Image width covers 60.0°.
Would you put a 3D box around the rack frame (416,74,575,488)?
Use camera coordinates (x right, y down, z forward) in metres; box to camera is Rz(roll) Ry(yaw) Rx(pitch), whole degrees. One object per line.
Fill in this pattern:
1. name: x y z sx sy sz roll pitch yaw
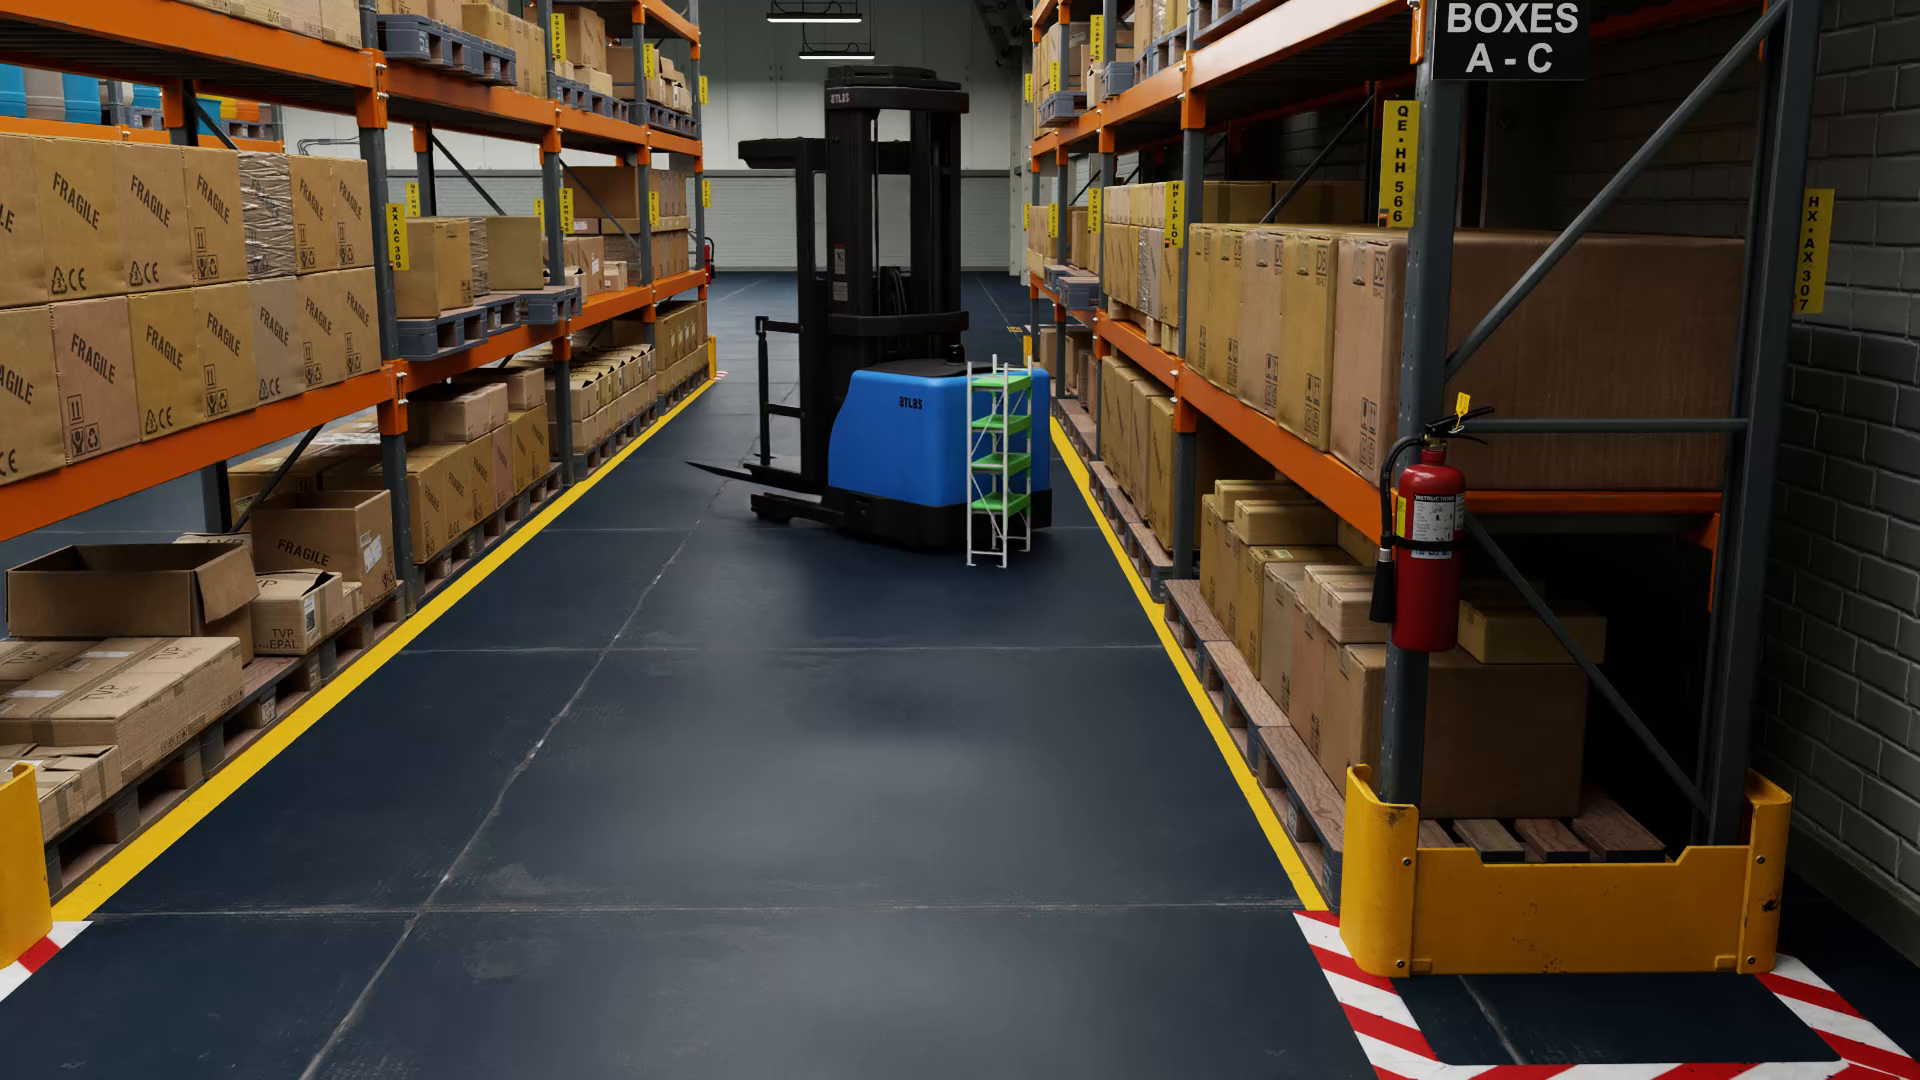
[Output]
1. rack frame: -3.419 -1.871 12.236 1.000 3.000 0.127 0 11 -1

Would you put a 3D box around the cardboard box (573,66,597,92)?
1. cardboard box: -3.485 -4.037 14.688 0.500 0.250 0.500 -1 12 -7

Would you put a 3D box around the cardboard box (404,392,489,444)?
1. cardboard box: -3.124 -0.730 9.905 0.500 0.250 0.500 0 11 -1

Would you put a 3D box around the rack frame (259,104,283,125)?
1. rack frame: -8.537 -6.381 19.381 1.000 3.000 0.127 0 11 -1

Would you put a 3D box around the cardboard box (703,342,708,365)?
1. cardboard box: -3.278 -2.214 19.787 0.500 0.250 0.500 0 11 -1

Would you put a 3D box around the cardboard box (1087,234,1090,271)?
1. cardboard box: 1.476 -2.608 14.514 0.700 0.500 0.500 1 12 7

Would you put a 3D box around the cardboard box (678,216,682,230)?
1. cardboard box: -3.371 -3.600 18.876 0.380 0.149 0.250 0 11 0

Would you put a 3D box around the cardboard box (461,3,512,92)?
1. cardboard box: -3.355 -3.098 10.492 0.910 0.500 0.500 0 11 -1

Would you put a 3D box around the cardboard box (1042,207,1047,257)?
1. cardboard box: 1.116 -3.183 17.143 0.500 0.500 0.500 0 11 -1

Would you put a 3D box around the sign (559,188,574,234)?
1. sign: -2.877 -2.403 12.149 0.100 0.325 0.005 0 11 -1

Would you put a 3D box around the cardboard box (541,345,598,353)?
1. cardboard box: -3.742 -1.716 15.921 0.500 0.311 0.500 0 11 -1

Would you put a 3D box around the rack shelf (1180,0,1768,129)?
1. rack shelf: 1.657 -1.817 6.234 1.077 0.370 4.000 0 11 -1

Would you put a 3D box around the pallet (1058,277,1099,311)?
1. pallet: 1.412 -1.939 13.055 1.213 0.211 1.003 0 11 -1

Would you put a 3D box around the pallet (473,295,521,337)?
1. pallet: -3.374 -1.390 10.349 1.003 0.211 1.213 0 11 -1

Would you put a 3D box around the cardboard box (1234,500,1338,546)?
1. cardboard box: 1.365 -0.074 6.977 0.380 0.149 0.250 -1 11 -3

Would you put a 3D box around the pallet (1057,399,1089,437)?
1. pallet: 1.468 -1.166 15.773 1.003 0.211 1.213 0 11 -1

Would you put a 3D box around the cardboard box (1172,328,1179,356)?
1. cardboard box: 1.326 -1.049 8.769 0.380 0.149 0.250 0 11 -1

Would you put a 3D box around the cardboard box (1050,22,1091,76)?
1. cardboard box: 1.169 -4.804 16.335 0.500 0.500 0.500 -1 12 -6

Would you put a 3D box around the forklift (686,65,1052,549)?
1. forklift: -0.770 -1.616 11.155 1.130 2.935 3.031 -10 15 -41

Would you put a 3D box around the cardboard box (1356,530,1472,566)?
1. cardboard box: 1.759 0.033 6.451 0.380 0.149 0.250 0 11 -1

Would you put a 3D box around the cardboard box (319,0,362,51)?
1. cardboard box: -3.061 -2.377 7.562 0.500 0.250 0.500 0 11 -1

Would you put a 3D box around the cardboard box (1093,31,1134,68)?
1. cardboard box: 1.407 -4.058 14.163 0.500 0.500 0.500 -1 11 -3

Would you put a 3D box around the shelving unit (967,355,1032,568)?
1. shelving unit: 0.237 -0.476 9.888 0.258 1.200 0.503 4 12 18

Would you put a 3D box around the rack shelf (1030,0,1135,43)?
1. rack shelf: 1.409 -5.670 17.694 1.077 0.370 4.000 0 11 -1

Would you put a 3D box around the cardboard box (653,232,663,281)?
1. cardboard box: -3.541 -3.008 17.588 0.700 0.500 0.500 0 11 0

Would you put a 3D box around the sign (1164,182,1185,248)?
1. sign: 1.074 -1.621 8.293 0.100 0.325 0.005 0 11 -1

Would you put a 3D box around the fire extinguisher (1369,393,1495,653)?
1. fire extinguisher: 1.240 -0.049 4.389 0.296 0.674 0.183 0 11 -1

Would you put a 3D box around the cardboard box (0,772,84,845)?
1. cardboard box: -2.919 0.816 5.054 0.380 0.149 0.250 0 11 -1

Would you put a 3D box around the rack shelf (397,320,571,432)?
1. rack shelf: -3.378 -1.121 10.348 1.077 0.370 4.000 0 11 -1

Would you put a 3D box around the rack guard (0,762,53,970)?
1. rack guard: -3.255 0.929 4.720 1.175 0.500 0.348 0 11 -1

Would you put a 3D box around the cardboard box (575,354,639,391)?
1. cardboard box: -3.182 -1.517 14.941 0.500 0.311 0.500 0 11 -1

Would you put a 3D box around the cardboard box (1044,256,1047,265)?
1. cardboard box: 1.136 -2.815 17.218 0.500 0.250 0.500 0 11 -1

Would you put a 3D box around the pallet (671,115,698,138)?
1. pallet: -3.596 -4.747 19.092 1.003 0.211 1.213 0 11 -1

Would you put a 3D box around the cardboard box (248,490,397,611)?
1. cardboard box: -3.041 0.046 7.969 0.500 0.500 0.500 0 11 -1

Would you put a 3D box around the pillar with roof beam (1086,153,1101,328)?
1. pillar with roof beam: -2.181 -7.462 24.705 9.100 9.000 0.400 0 11 -1

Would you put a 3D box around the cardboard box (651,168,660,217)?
1. cardboard box: -3.539 -3.639 17.437 0.700 0.500 0.500 0 11 -1

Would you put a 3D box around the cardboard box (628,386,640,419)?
1. cardboard box: -3.184 -1.241 14.989 0.500 0.250 0.500 0 11 0

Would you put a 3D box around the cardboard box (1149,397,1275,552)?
1. cardboard box: 1.473 -0.378 9.227 0.750 0.750 0.750 0 11 0

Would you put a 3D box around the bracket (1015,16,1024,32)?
1. bracket: 1.458 -12.225 39.133 0.076 0.066 4.783 0 11 -1

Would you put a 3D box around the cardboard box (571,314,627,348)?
1. cardboard box: -3.729 -2.082 17.252 0.500 0.500 0.500 0 11 -1

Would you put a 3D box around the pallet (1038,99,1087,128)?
1. pallet: 1.357 -3.942 15.372 1.213 0.211 1.003 0 11 -1

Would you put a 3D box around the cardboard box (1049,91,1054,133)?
1. cardboard box: 1.195 -4.416 16.934 0.500 0.500 0.500 -1 12 -6

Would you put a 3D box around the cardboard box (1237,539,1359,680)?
1. cardboard box: 1.544 0.274 6.897 0.700 0.500 0.500 0 11 0

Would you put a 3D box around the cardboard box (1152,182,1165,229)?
1. cardboard box: 1.350 -1.862 9.258 0.500 0.250 0.500 0 11 0

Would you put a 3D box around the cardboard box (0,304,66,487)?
1. cardboard box: -2.999 -0.419 4.827 0.500 0.500 0.500 0 11 0

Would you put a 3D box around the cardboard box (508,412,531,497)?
1. cardboard box: -3.155 -0.573 11.022 0.500 0.500 0.500 -1 11 -3

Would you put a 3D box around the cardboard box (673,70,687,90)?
1. cardboard box: -3.577 -5.142 19.147 0.797 0.503 0.637 1 11 3

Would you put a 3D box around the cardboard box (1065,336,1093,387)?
1. cardboard box: 1.389 -1.884 17.480 0.500 0.500 0.500 -1 12 -5

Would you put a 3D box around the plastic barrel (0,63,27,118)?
1. plastic barrel: -8.200 -4.002 13.935 0.600 0.901 0.708 0 11 -1

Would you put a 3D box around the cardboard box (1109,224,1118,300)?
1. cardboard box: 1.289 -1.895 11.304 0.500 0.500 0.500 0 11 1

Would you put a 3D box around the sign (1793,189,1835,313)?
1. sign: 2.254 -0.766 4.413 0.100 0.325 0.005 0 11 -1

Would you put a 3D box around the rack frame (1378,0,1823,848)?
1. rack frame: 1.699 -0.302 4.501 1.000 3.000 0.127 0 11 -1

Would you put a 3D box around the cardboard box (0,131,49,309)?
1. cardboard box: -2.999 -0.909 4.728 0.500 0.500 0.500 0 11 1

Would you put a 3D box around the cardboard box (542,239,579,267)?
1. cardboard box: -3.470 -2.253 13.870 0.500 0.500 0.500 -1 11 -4

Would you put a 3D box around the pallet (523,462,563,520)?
1. pallet: -3.442 -0.356 11.781 1.003 0.211 1.213 0 11 -1

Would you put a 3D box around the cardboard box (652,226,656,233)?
1. cardboard box: -3.333 -3.240 17.103 0.380 0.149 0.250 0 11 -2

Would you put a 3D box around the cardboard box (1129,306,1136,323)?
1. cardboard box: 1.354 -1.559 11.282 0.380 0.149 0.250 0 11 -2

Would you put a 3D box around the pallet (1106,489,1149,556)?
1. pallet: 1.497 -0.126 10.651 1.003 0.211 1.213 0 11 -1
